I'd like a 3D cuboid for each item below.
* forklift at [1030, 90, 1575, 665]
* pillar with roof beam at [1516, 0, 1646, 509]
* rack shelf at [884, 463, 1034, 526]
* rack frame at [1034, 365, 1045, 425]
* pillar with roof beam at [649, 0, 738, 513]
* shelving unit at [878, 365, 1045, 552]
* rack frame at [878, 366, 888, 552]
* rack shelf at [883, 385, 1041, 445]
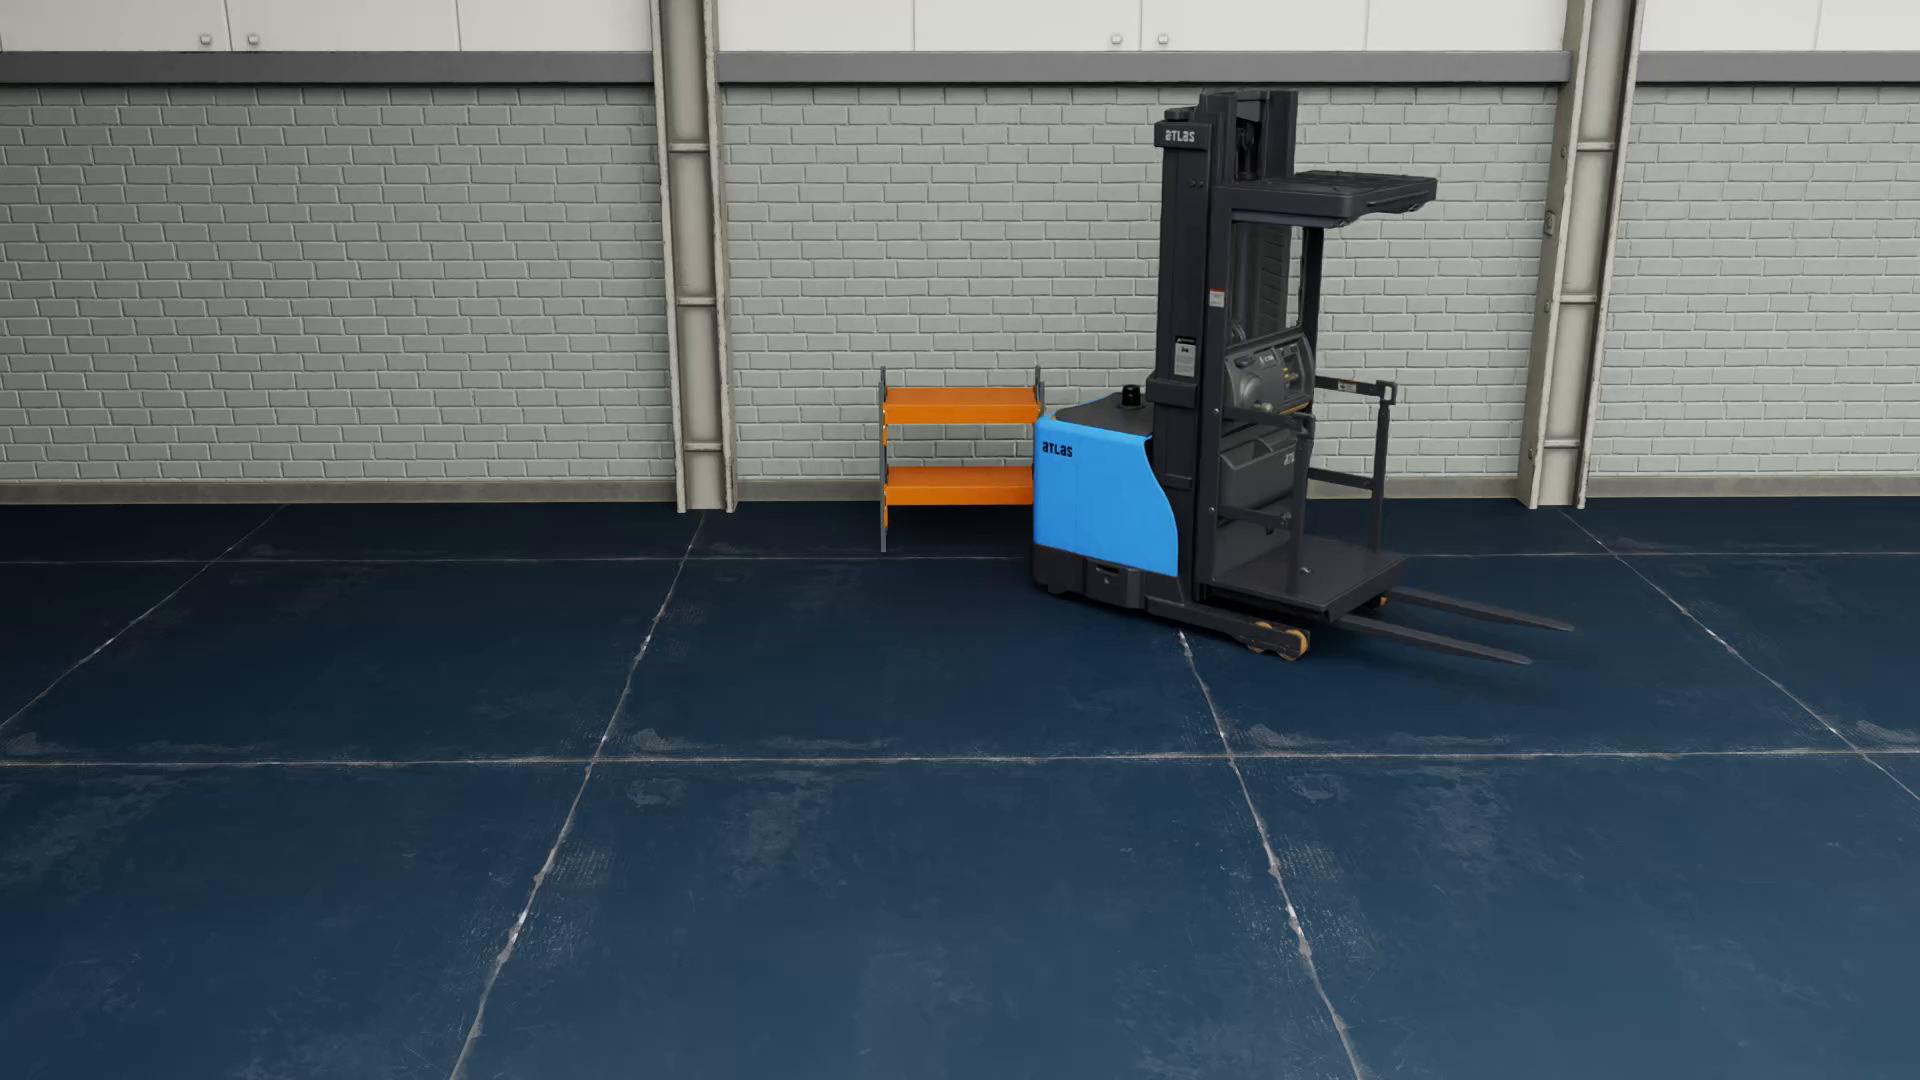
[{"bbox_3d":[1.890,-0.926,9.137,3.031,2.935,1.130,14,22,36],"label":"forklift"},{"bbox_3d":[4.281,-3.239,6.413,0.400,9.000,9.100,0,18,-1],"label":"pillar with roof beam"},{"bbox_3d":[0.007,-0.303,10.951,1.000,0.278,0.538,0,18,-1],"label":"rack shelf"},{"bbox_3d":[0.515,-0.538,10.883,0.032,1.125,0.500,0,18,-1],"label":"rack frame"},{"bbox_3d":[-1.718,-3.210,6.322,0.400,9.000,9.100,0,18,-1],"label":"pillar with roof beam"},{"bbox_3d":[0.007,-0.536,10.876,1.048,1.125,0.538,0,18,-1],"label":"shelving unit"},{"bbox_3d":[-0.502,-0.533,10.868,0.032,1.125,0.500,0,18,-1],"label":"rack frame"},{"bbox_3d":[0.007,-0.814,10.786,1.000,0.278,0.538,0,18,-1],"label":"rack shelf"}]
